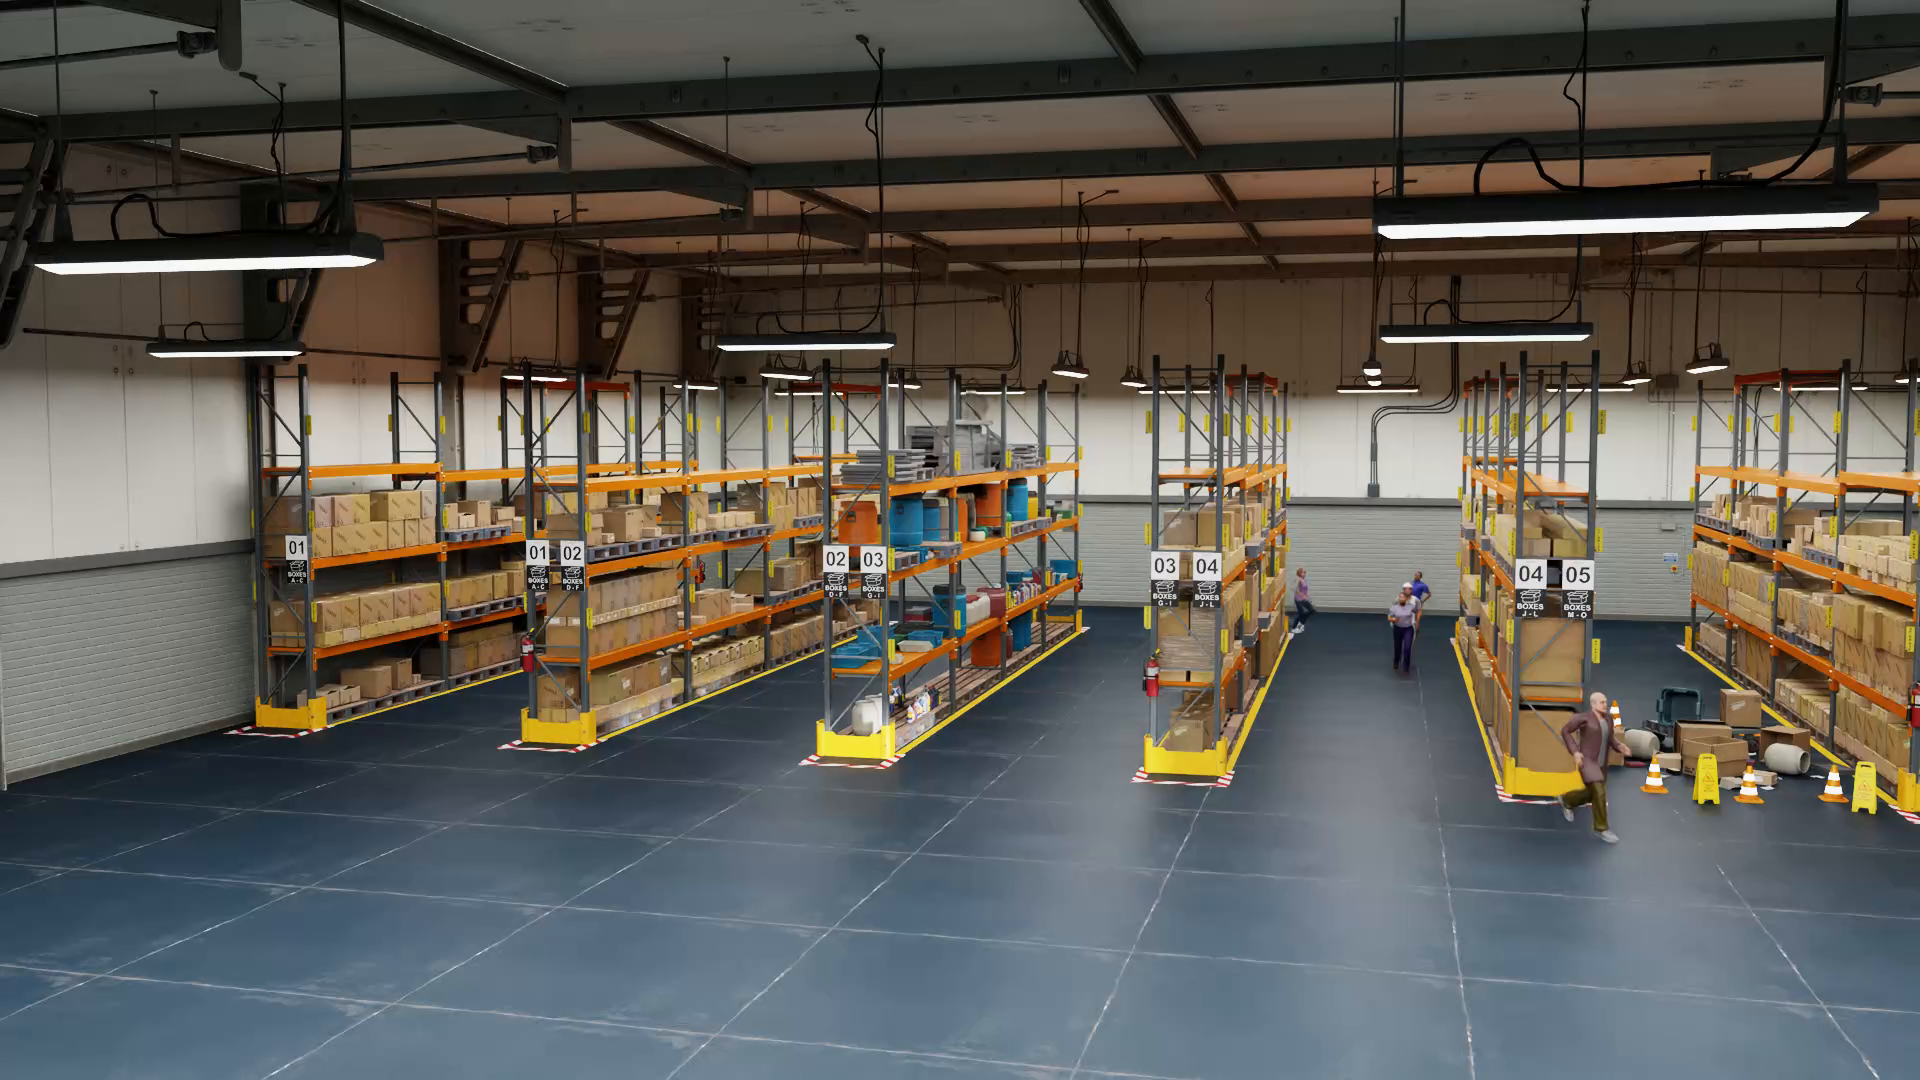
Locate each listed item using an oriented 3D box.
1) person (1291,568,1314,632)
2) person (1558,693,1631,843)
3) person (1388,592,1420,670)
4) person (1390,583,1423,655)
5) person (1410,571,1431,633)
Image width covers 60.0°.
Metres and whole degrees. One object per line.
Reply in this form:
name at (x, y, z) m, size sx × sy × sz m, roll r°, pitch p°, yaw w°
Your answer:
person at (8.243, 1.451, 40.072) m, size 0.552 × 1.561 × 0.562 m, roll 3°, pitch 5°, yaw 34°
person at (7.668, 2.723, 20.303) m, size 0.683 × 1.768 × 1.019 m, roll -2°, pitch 4°, yaw -28°
person at (8.914, 1.807, 33.420) m, size 0.612 × 1.534 × 0.847 m, roll 1°, pitch 4°, yaw 19°
person at (9.294, 1.725, 34.642) m, size 0.659 × 1.681 × 0.583 m, roll 1°, pitch 4°, yaw 12°
person at (10.601, 1.529, 38.799) m, size 0.545 × 1.622 × 0.678 m, roll -3°, pitch 5°, yaw -33°
